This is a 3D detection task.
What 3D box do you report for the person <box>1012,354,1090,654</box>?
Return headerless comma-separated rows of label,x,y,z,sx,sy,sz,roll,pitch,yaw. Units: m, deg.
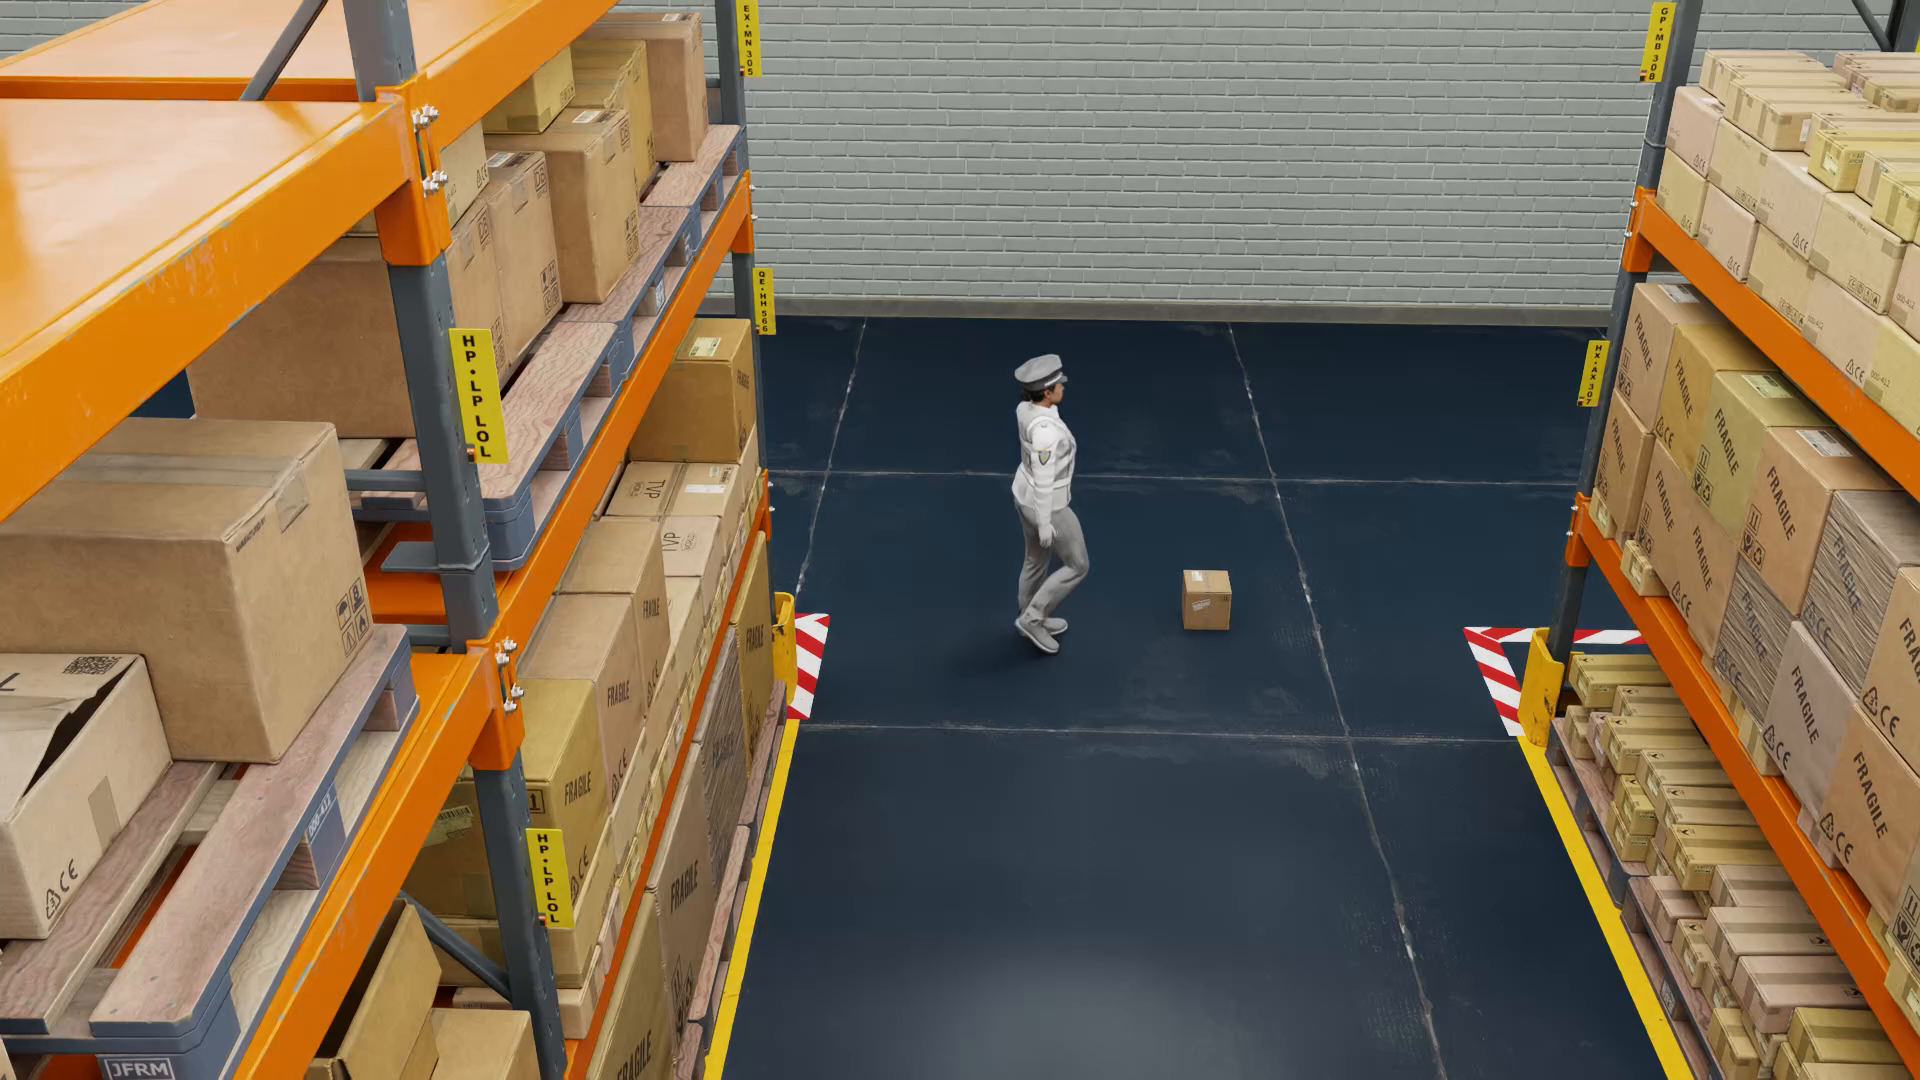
person,0.467,-0.206,8.966,0.407,1.684,0.503,-7,29,-13
